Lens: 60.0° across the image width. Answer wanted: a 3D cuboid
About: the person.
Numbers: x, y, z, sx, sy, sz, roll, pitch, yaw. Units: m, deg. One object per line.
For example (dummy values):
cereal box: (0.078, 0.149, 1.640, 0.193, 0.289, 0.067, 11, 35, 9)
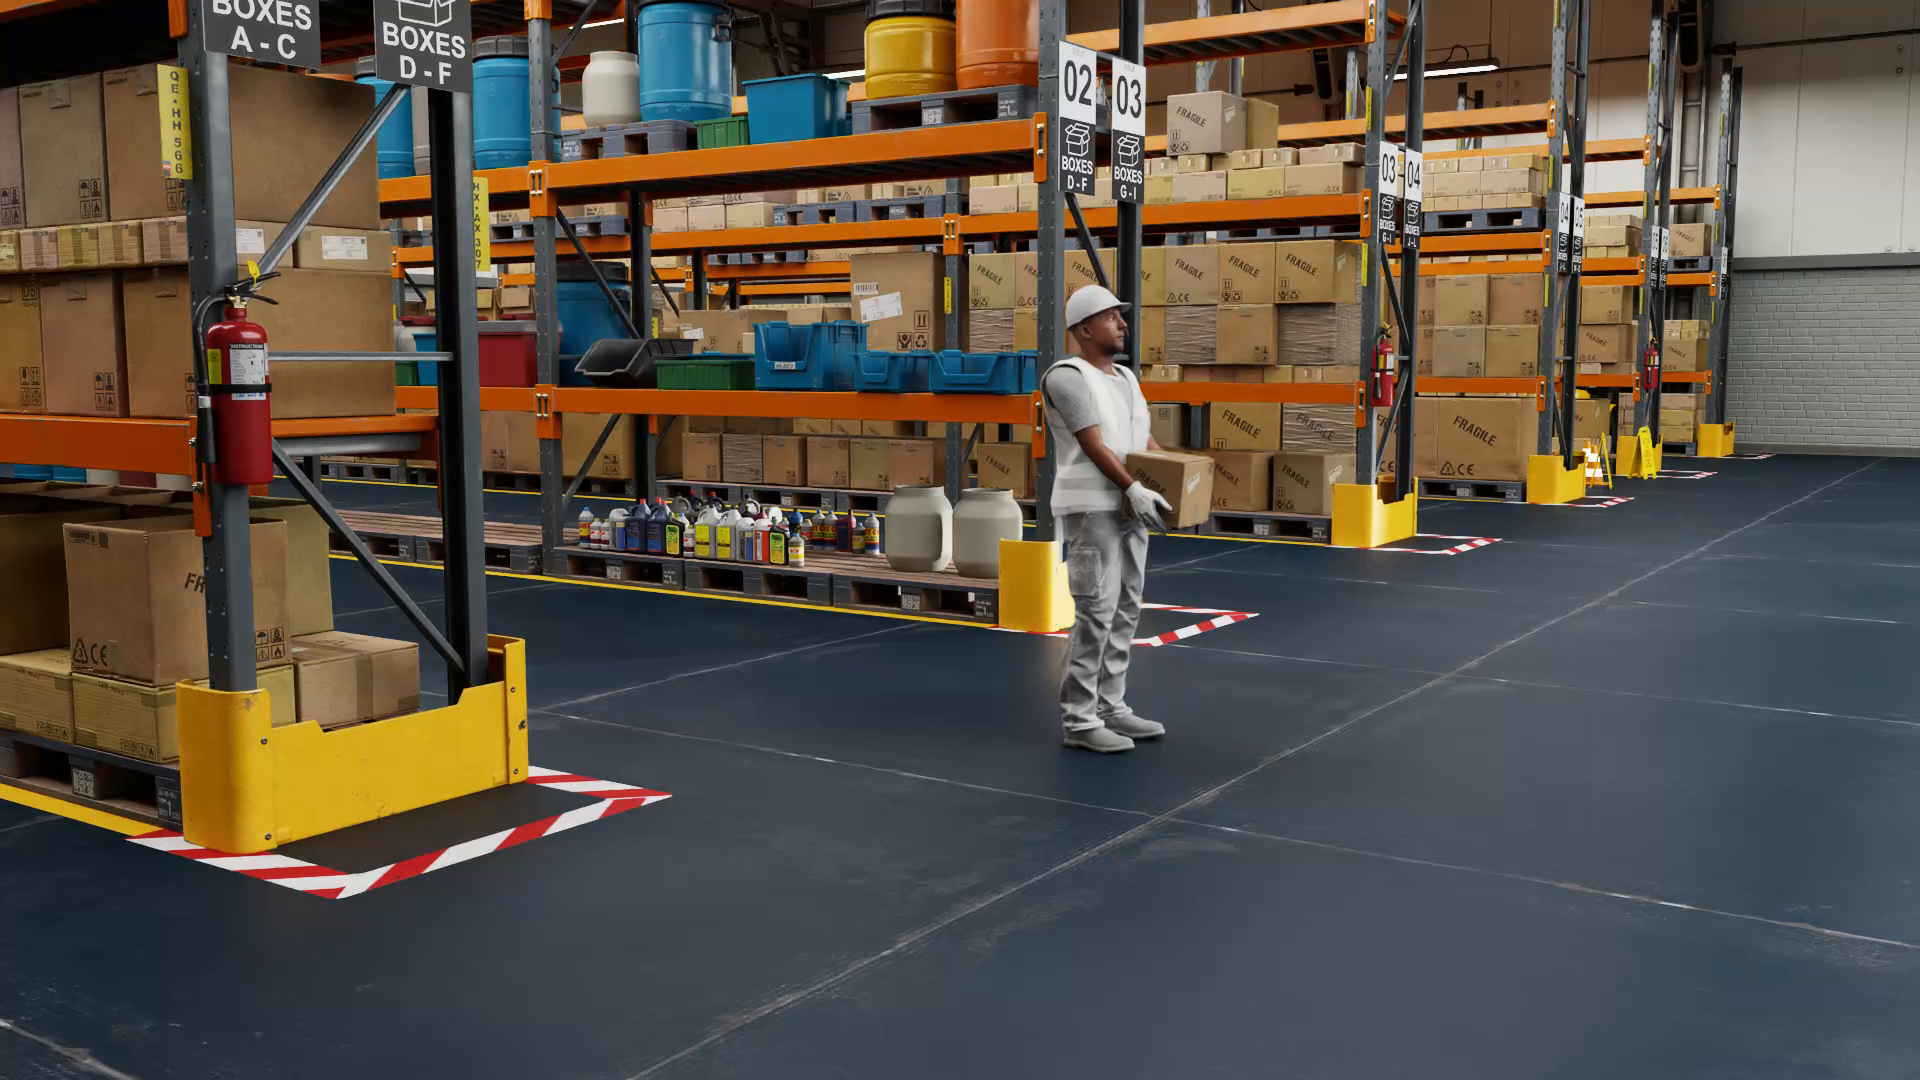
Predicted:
person: (0.637, -0.090, 6.451, 0.569, 1.787, 0.499, 4, 8, 34)
